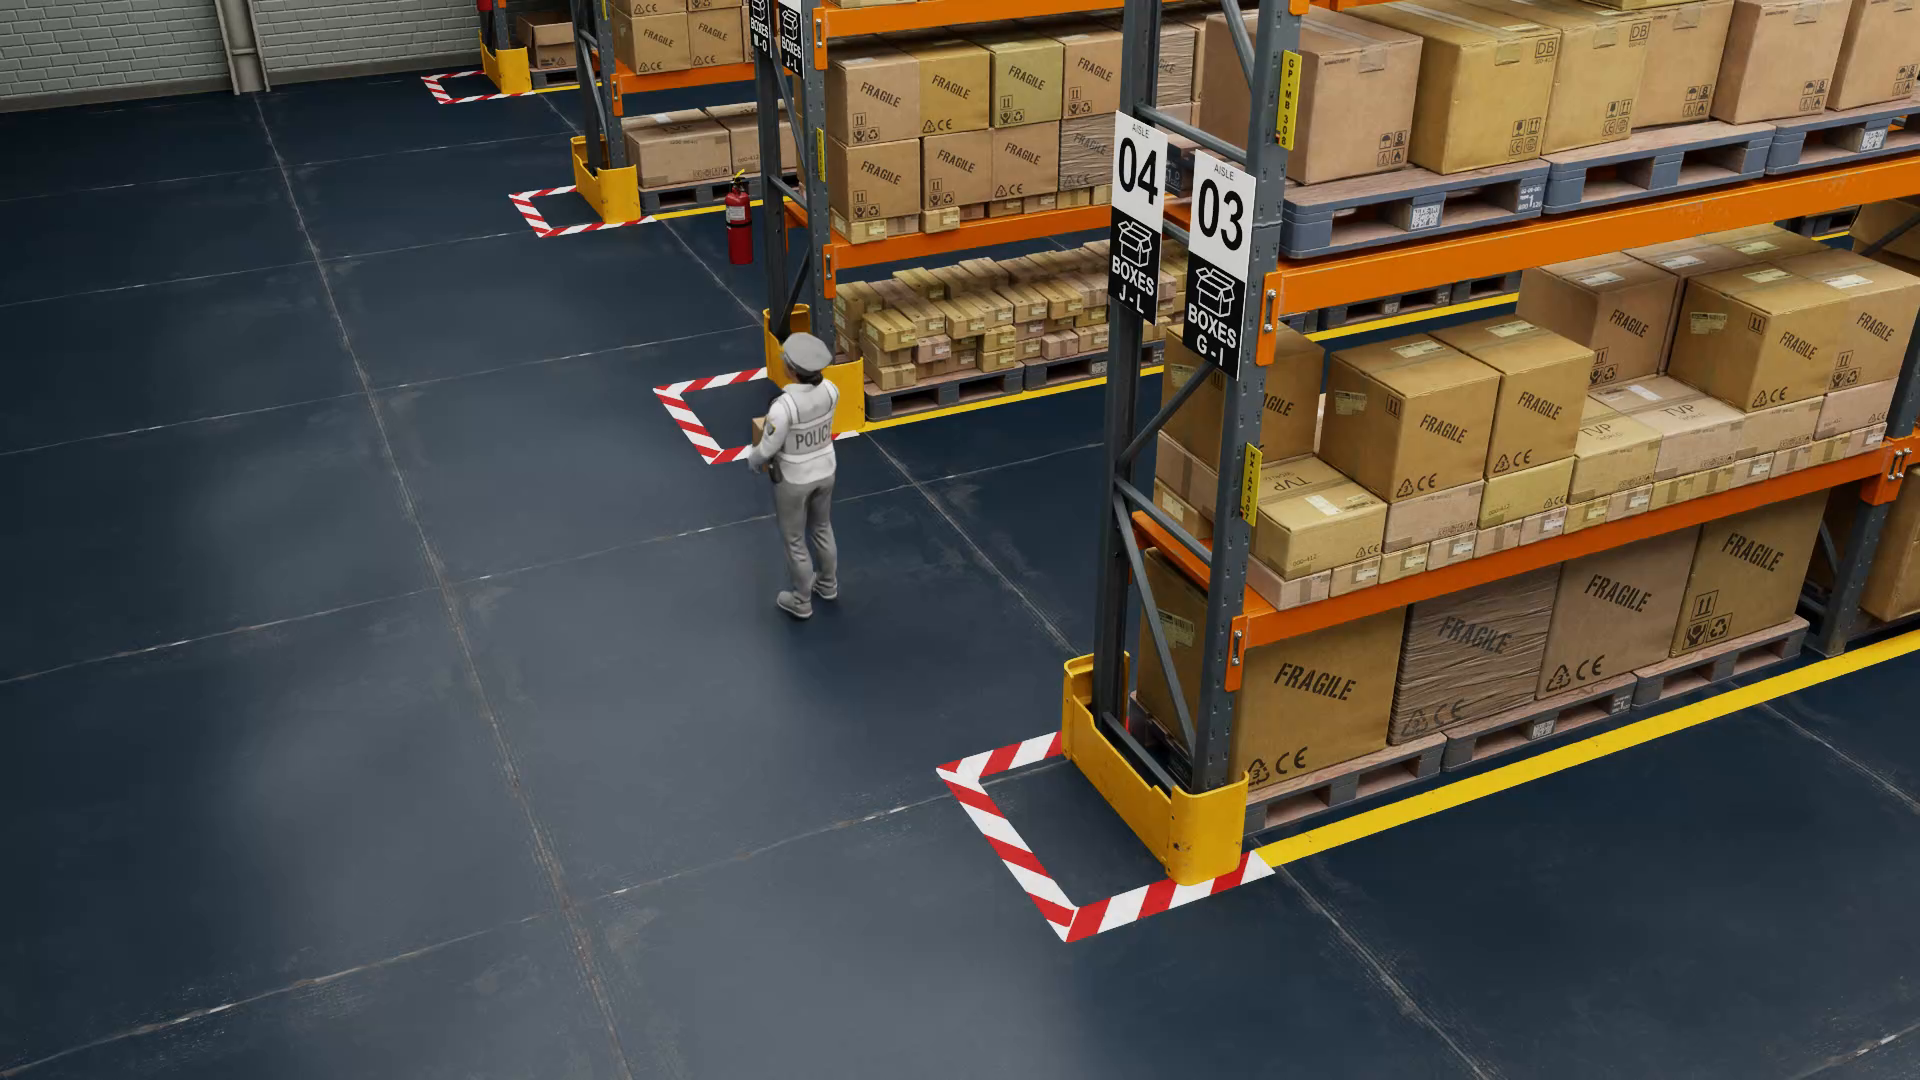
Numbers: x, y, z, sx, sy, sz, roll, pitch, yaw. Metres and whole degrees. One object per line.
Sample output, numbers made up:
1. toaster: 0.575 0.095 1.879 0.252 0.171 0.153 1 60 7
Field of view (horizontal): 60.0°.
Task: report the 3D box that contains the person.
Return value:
1. person: -0.879 -0.363 9.044 0.535 1.701 0.520 26 38 37
